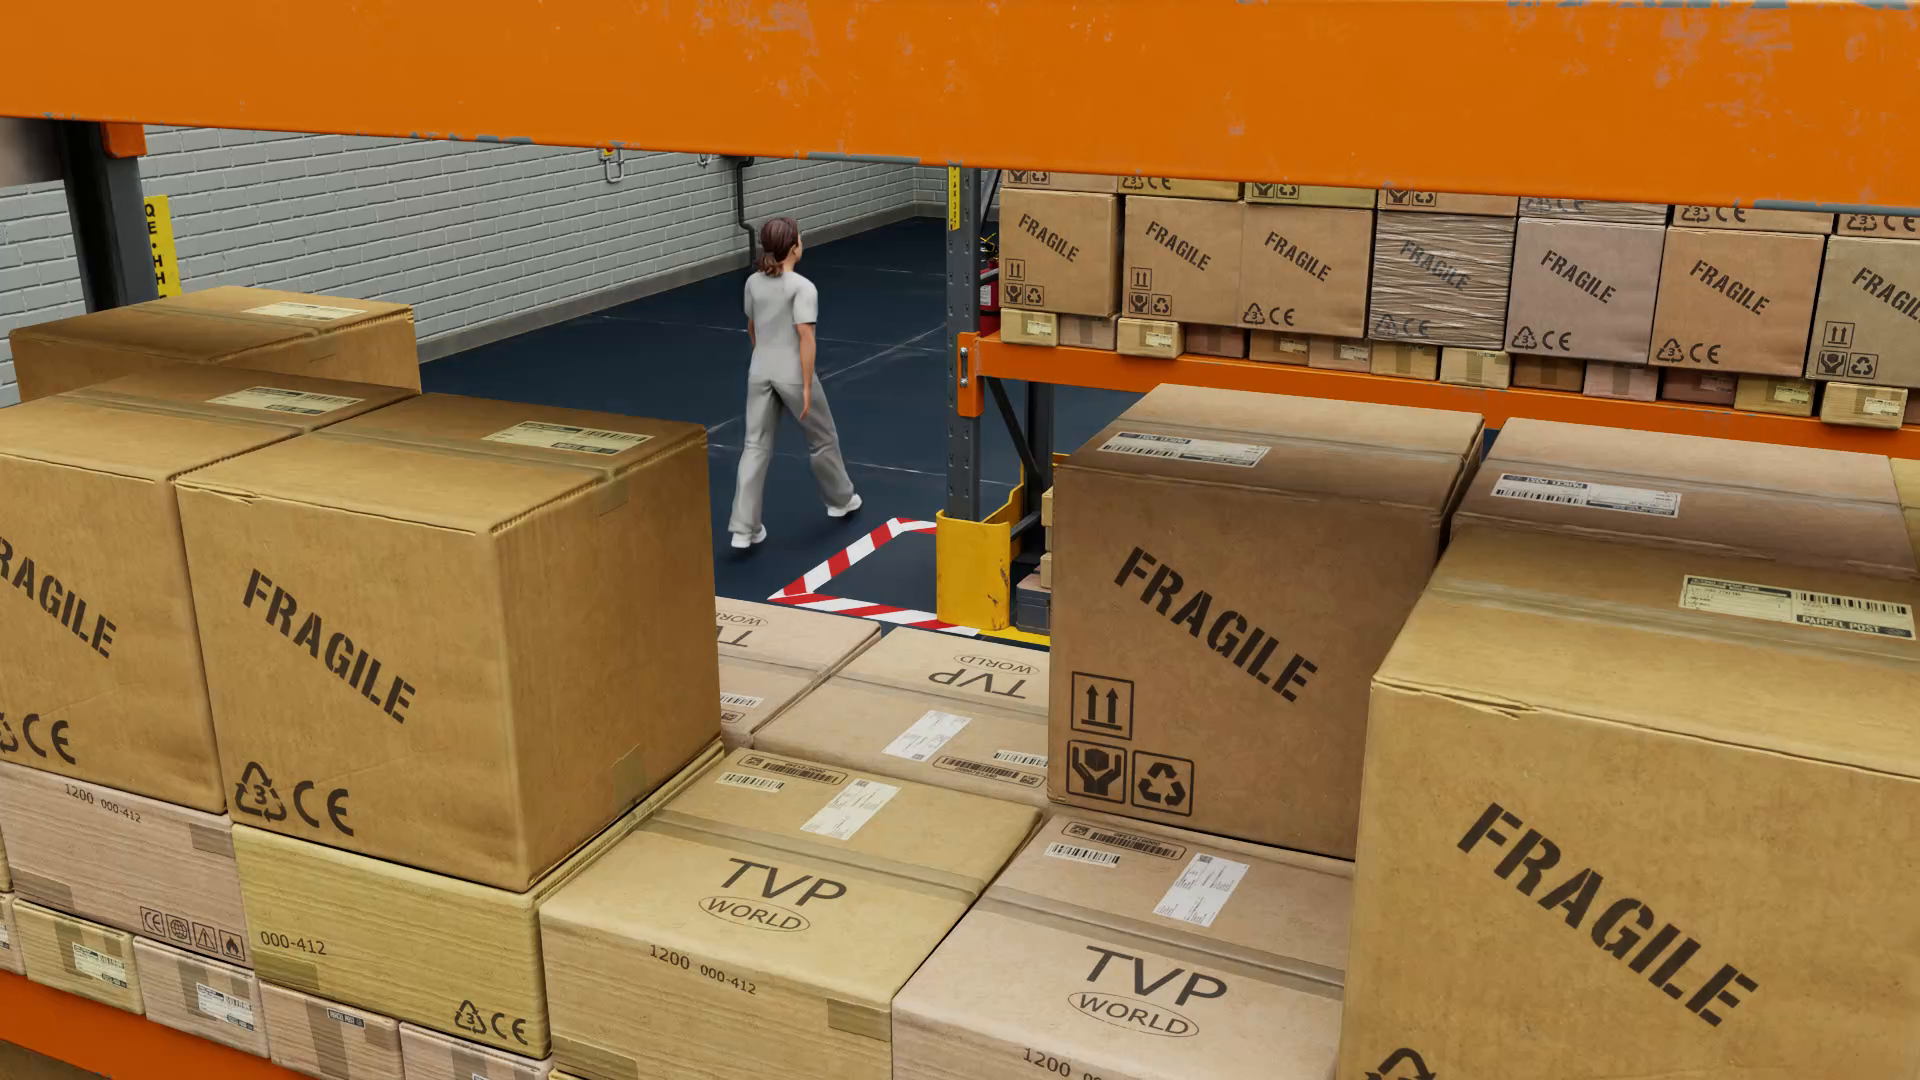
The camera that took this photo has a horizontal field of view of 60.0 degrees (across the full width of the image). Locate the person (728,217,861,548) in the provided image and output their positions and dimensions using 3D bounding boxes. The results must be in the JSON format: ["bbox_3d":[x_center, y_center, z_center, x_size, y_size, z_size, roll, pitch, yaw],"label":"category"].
[{"bbox_3d":[-0.853,-0.831,8.419,0.484,1.612,0.999,9,21,25],"label":"person"}]
